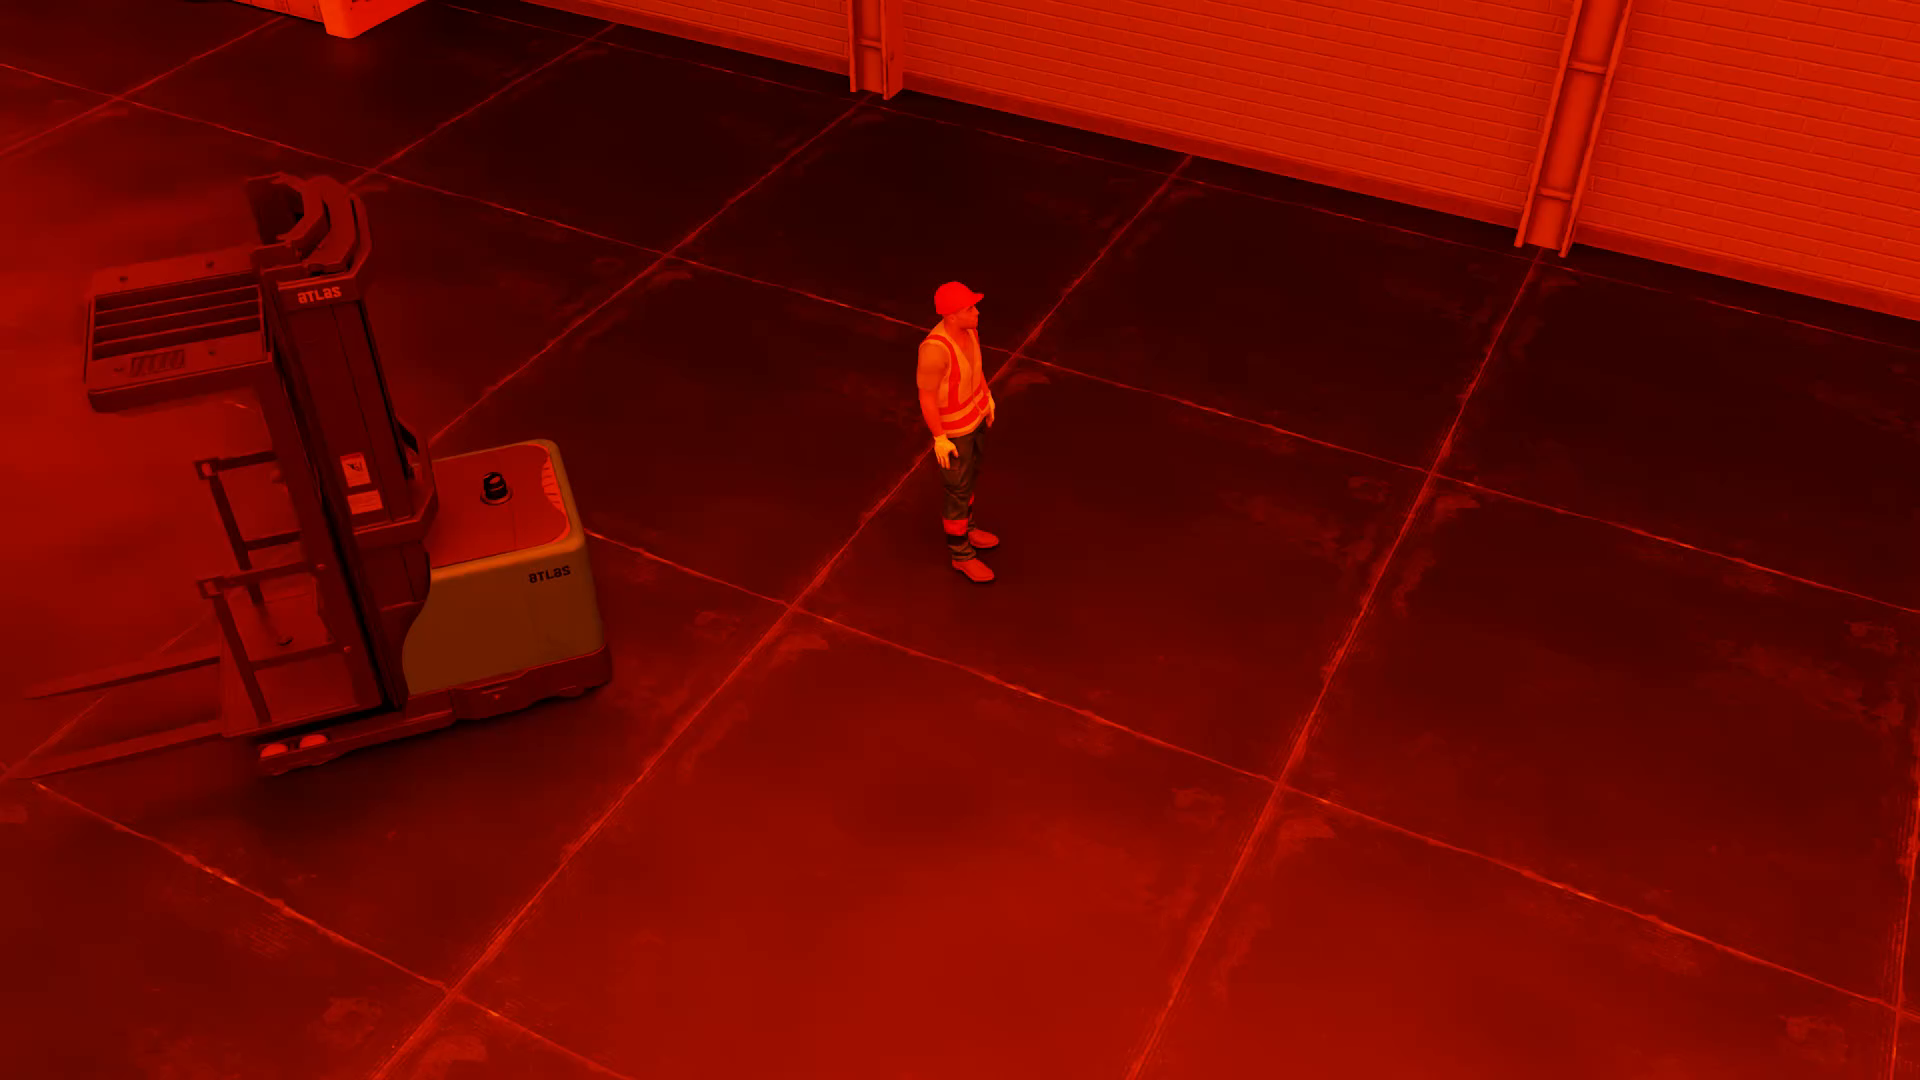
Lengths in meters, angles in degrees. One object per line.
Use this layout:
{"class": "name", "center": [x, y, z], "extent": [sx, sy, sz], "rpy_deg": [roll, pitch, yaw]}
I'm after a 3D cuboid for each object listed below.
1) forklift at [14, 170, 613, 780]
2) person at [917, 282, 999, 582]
{"class": "forklift", "center": [-3.509, -0.268, 8.304], "extent": [3.031, 2.935, 1.130], "rpy_deg": [-13, 42, -15]}
{"class": "person", "center": [0.065, -0.659, 9.644], "extent": [0.564, 1.787, 0.637], "rpy_deg": [18, 43, 21]}
